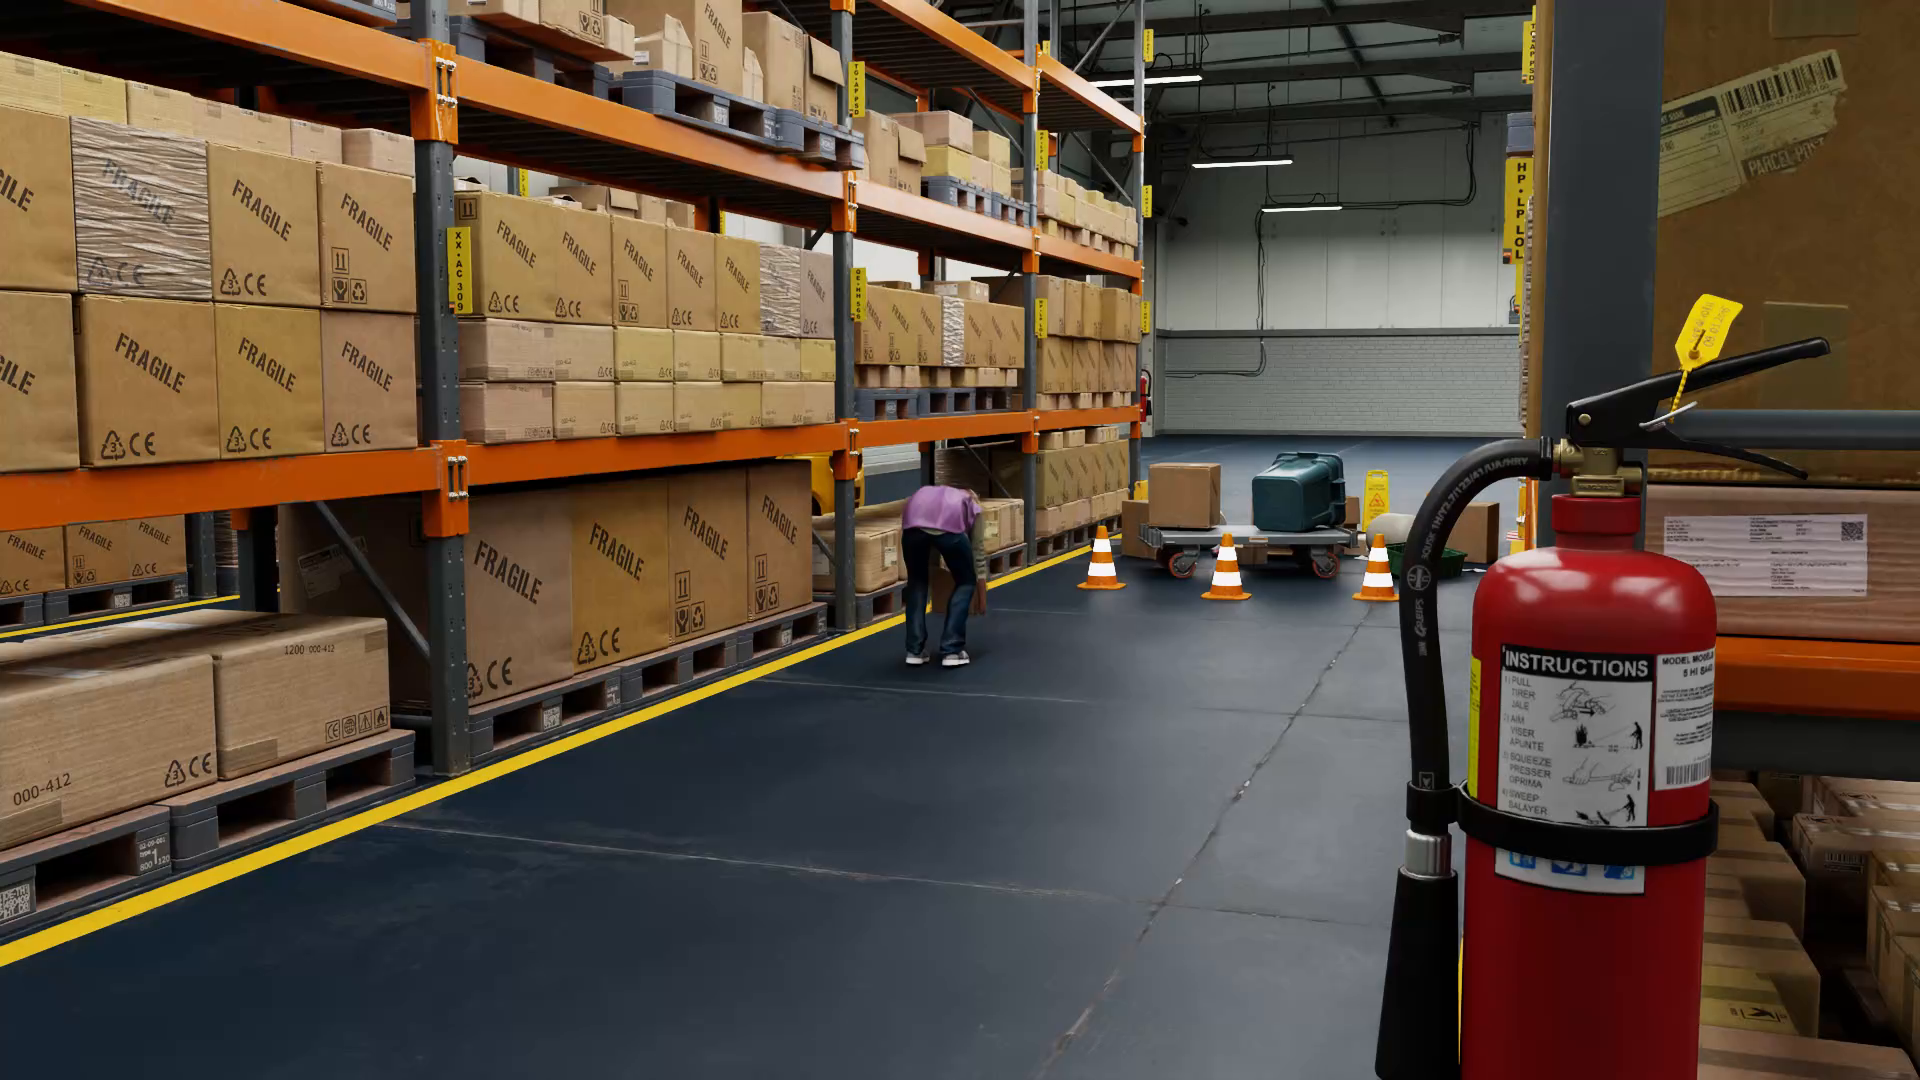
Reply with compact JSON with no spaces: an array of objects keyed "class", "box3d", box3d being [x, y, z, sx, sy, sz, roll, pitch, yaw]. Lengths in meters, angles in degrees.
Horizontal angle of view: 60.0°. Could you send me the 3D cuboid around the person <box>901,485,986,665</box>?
[{"class":"person","box3d":[-0.069,0.178,9.297,0.400,0.990,0.871,2,6,16]}]
